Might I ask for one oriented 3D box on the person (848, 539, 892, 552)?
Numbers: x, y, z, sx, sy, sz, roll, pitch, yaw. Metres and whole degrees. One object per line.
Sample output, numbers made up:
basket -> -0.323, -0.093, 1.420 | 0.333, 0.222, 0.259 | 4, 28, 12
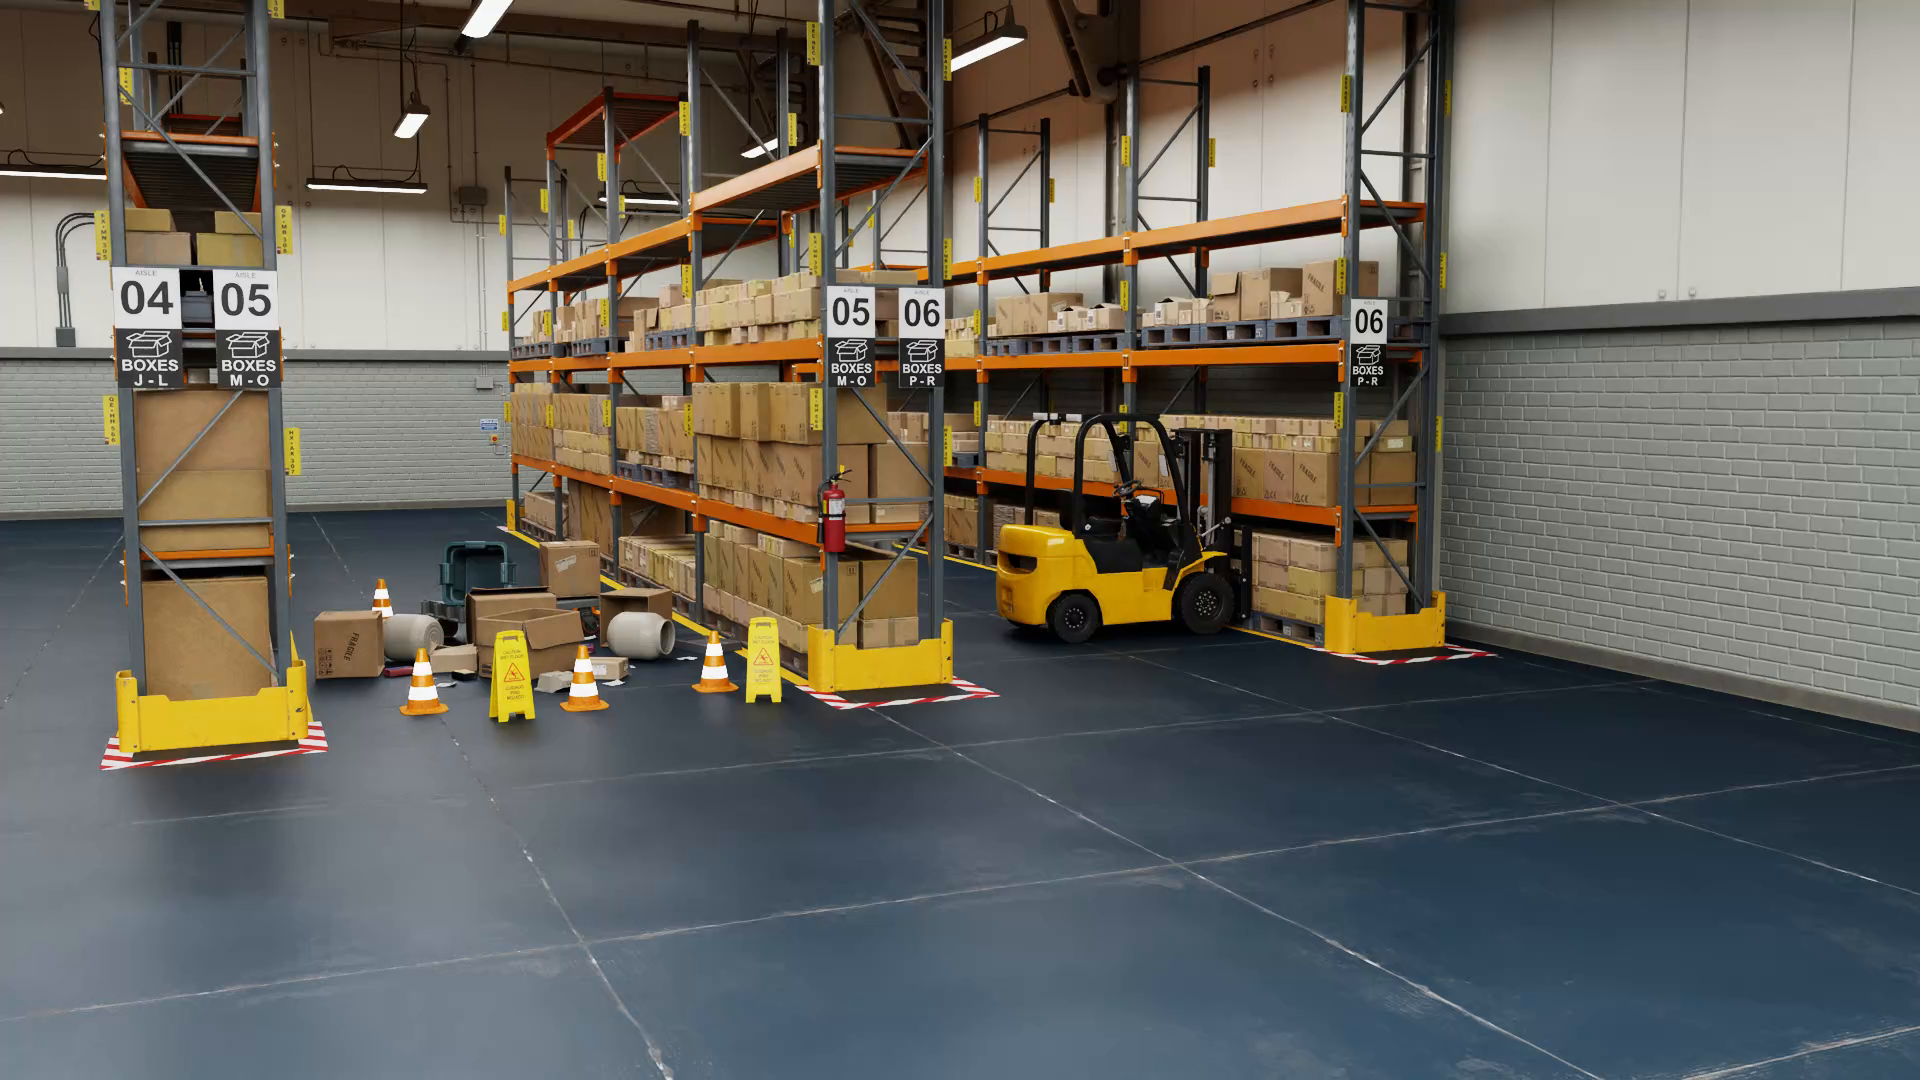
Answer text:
person -> -1.052, 0.016, 18.099 | 0.478, 1.471, 0.914 | -3, 6, -26
